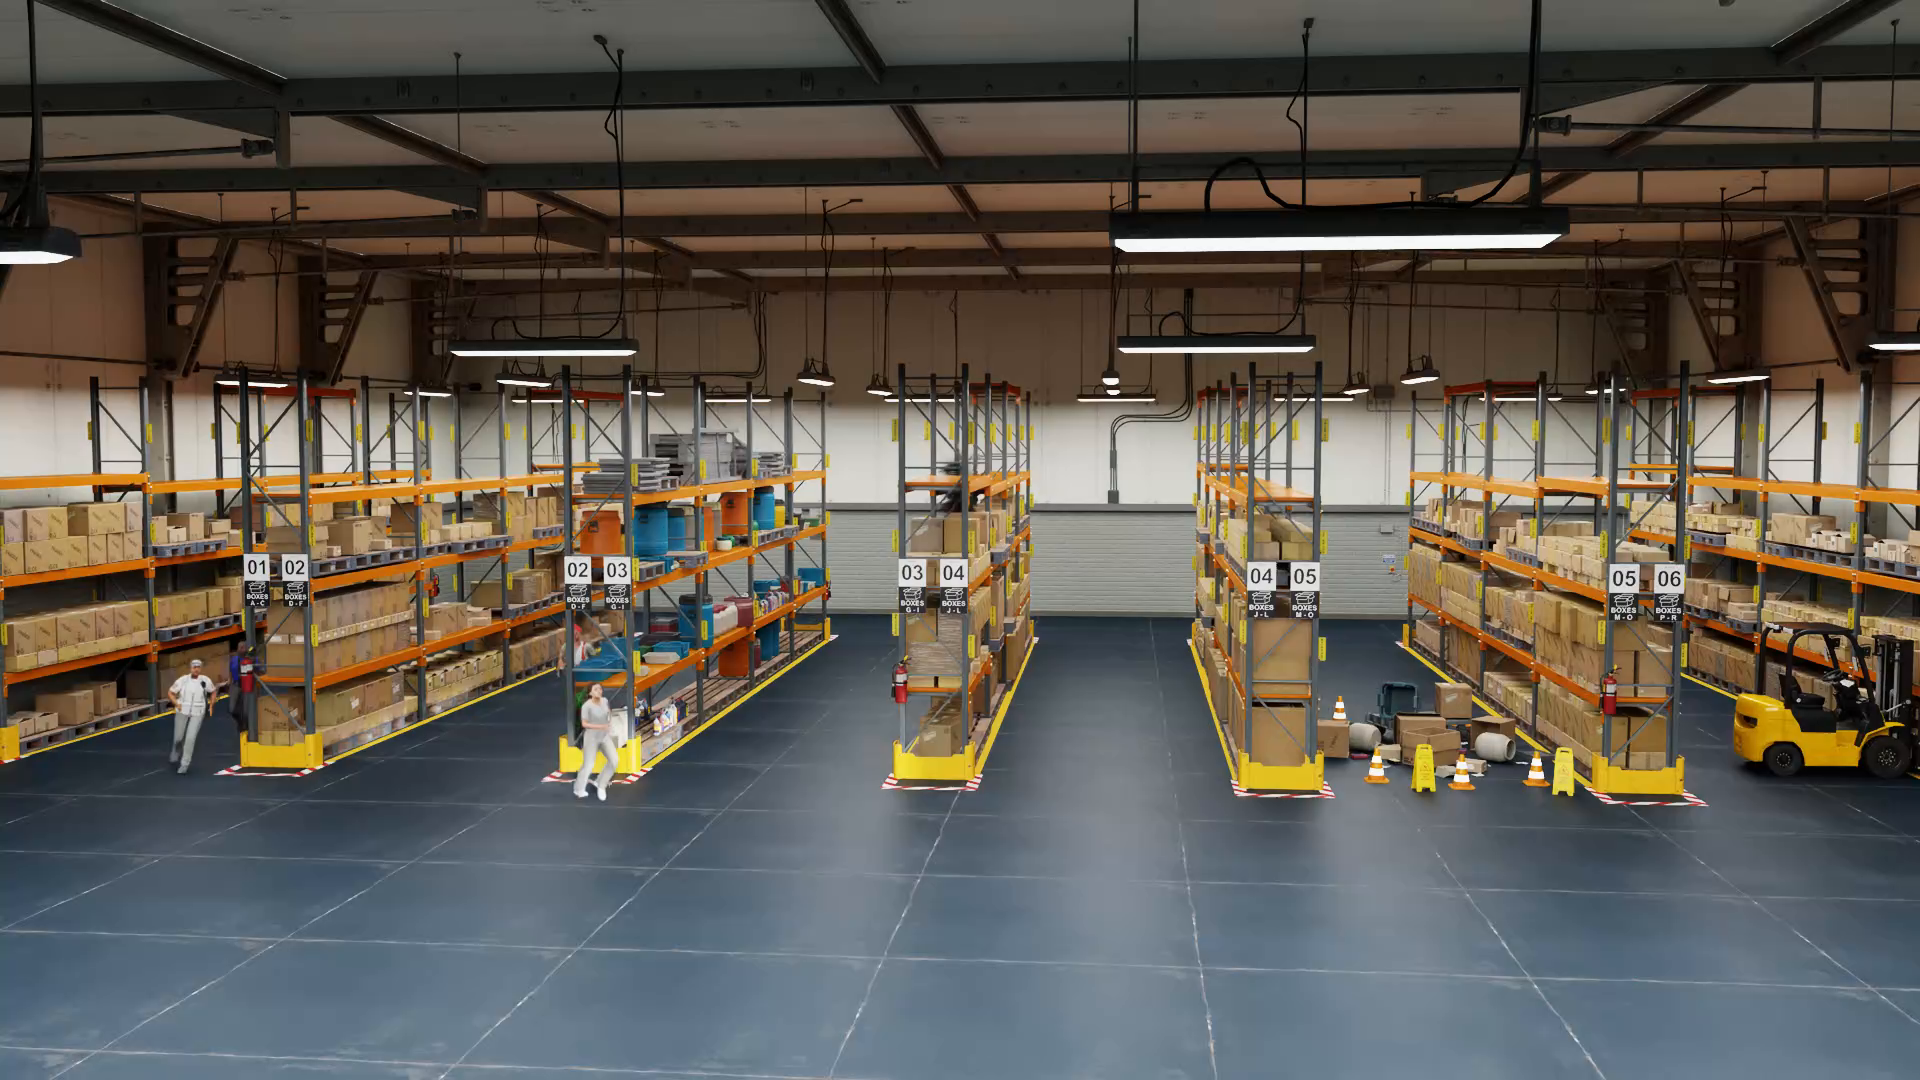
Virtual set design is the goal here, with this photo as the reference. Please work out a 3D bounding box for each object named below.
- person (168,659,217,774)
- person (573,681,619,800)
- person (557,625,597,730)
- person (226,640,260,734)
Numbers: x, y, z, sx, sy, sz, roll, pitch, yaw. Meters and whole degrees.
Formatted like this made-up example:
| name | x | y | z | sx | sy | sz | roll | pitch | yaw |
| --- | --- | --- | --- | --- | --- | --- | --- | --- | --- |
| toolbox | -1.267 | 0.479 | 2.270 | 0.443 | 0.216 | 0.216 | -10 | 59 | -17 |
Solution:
| name | x | y | z | sx | sy | sz | roll | pitch | yaw |
| --- | --- | --- | --- | --- | --- | --- | --- | --- | --- |
| person | -11.449 | 2.597 | 24.796 | 0.682 | 1.629 | 0.885 | -2 | 4 | -23 |
| person | -4.917 | 2.713 | 22.567 | 0.574 | 1.631 | 0.827 | -4 | 5 | -44 |
| person | -6.501 | 2.320 | 28.269 | 0.656 | 1.749 | 0.704 | 0 | 4 | -1 |
| person | -11.734 | 2.452 | 27.141 | 0.573 | 1.609 | 0.556 | 0 | 4 | -1 |
